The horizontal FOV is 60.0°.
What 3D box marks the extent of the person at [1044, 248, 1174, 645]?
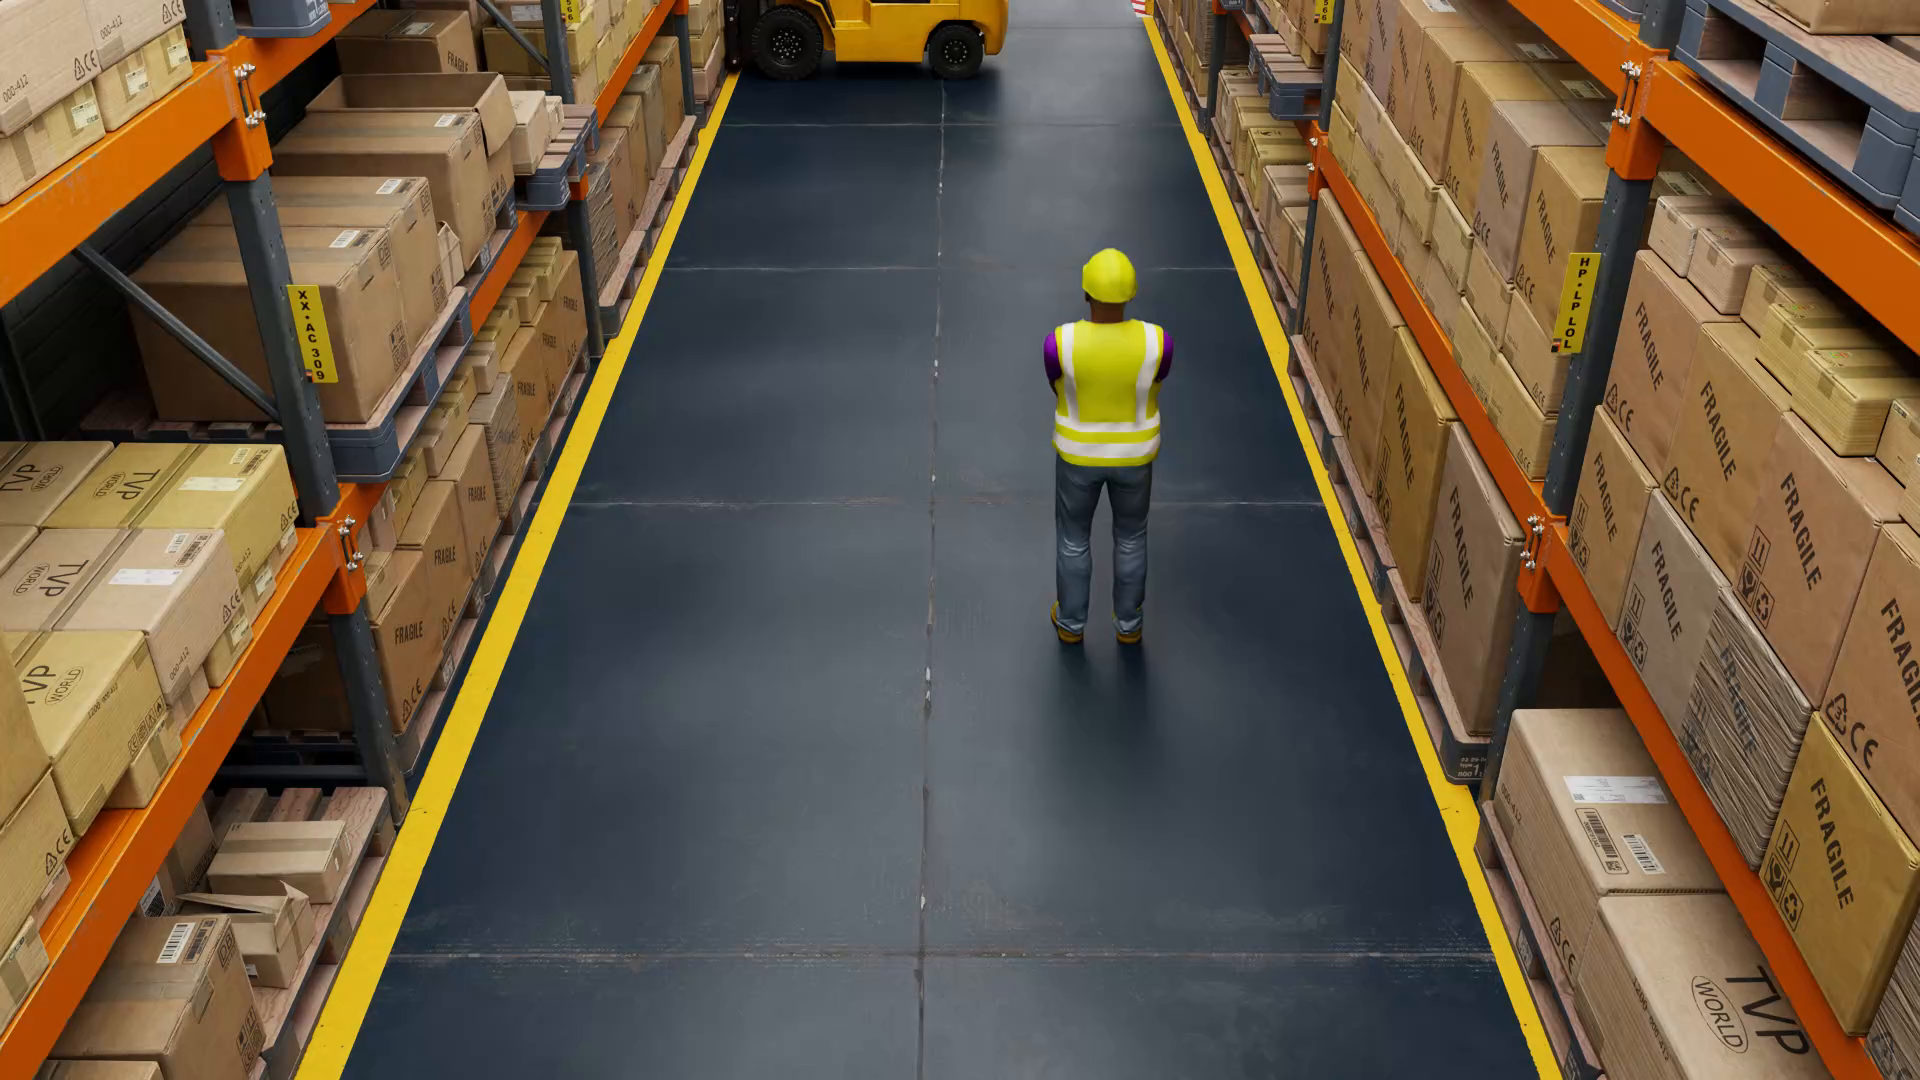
[{"bbox_3d":[0.575,-0.408,6.789,0.503,1.758,0.587,0,31,0],"label":"person"}]
